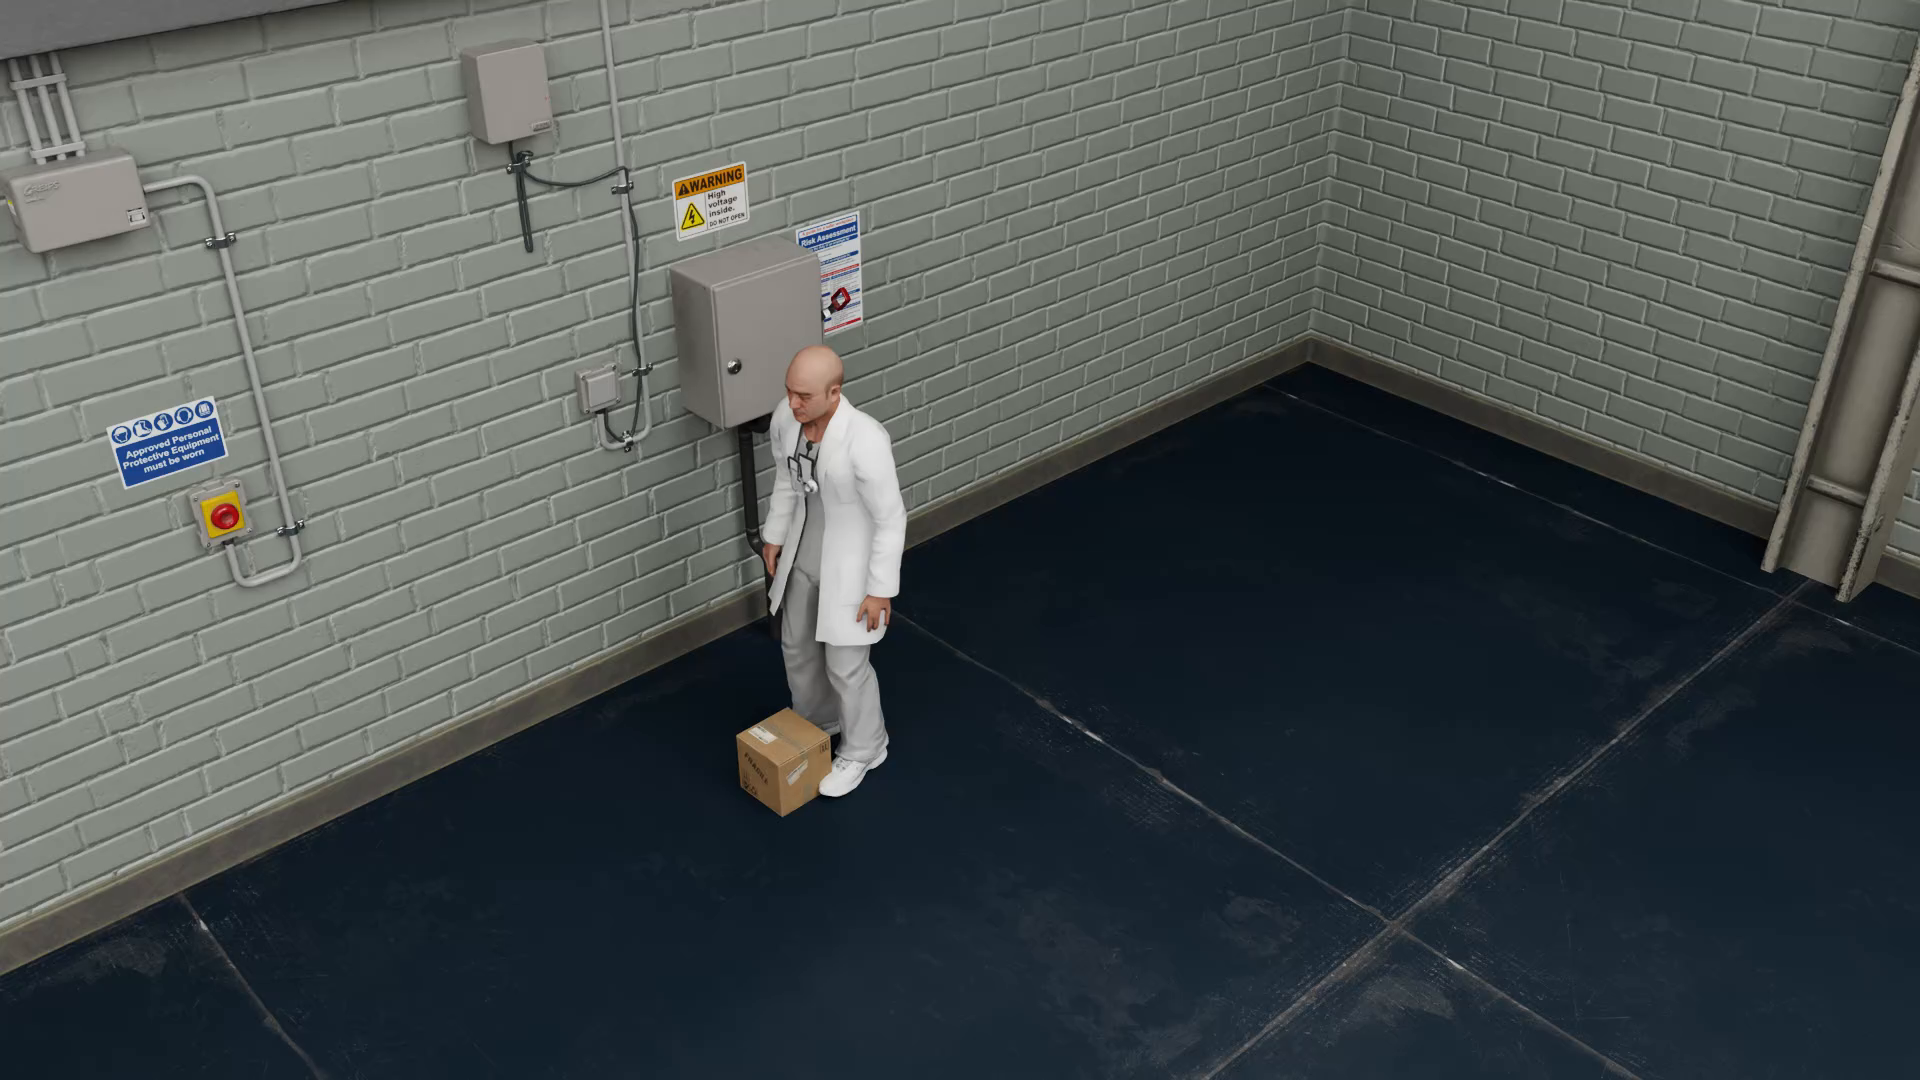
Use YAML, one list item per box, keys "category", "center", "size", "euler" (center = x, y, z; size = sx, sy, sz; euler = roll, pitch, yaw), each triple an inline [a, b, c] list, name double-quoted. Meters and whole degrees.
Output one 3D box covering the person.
- category: "person"
  center: [-0.466, 0.097, 5.991]
  size: [0.652, 1.773, 0.427]
  euler: [26, 40, 36]
